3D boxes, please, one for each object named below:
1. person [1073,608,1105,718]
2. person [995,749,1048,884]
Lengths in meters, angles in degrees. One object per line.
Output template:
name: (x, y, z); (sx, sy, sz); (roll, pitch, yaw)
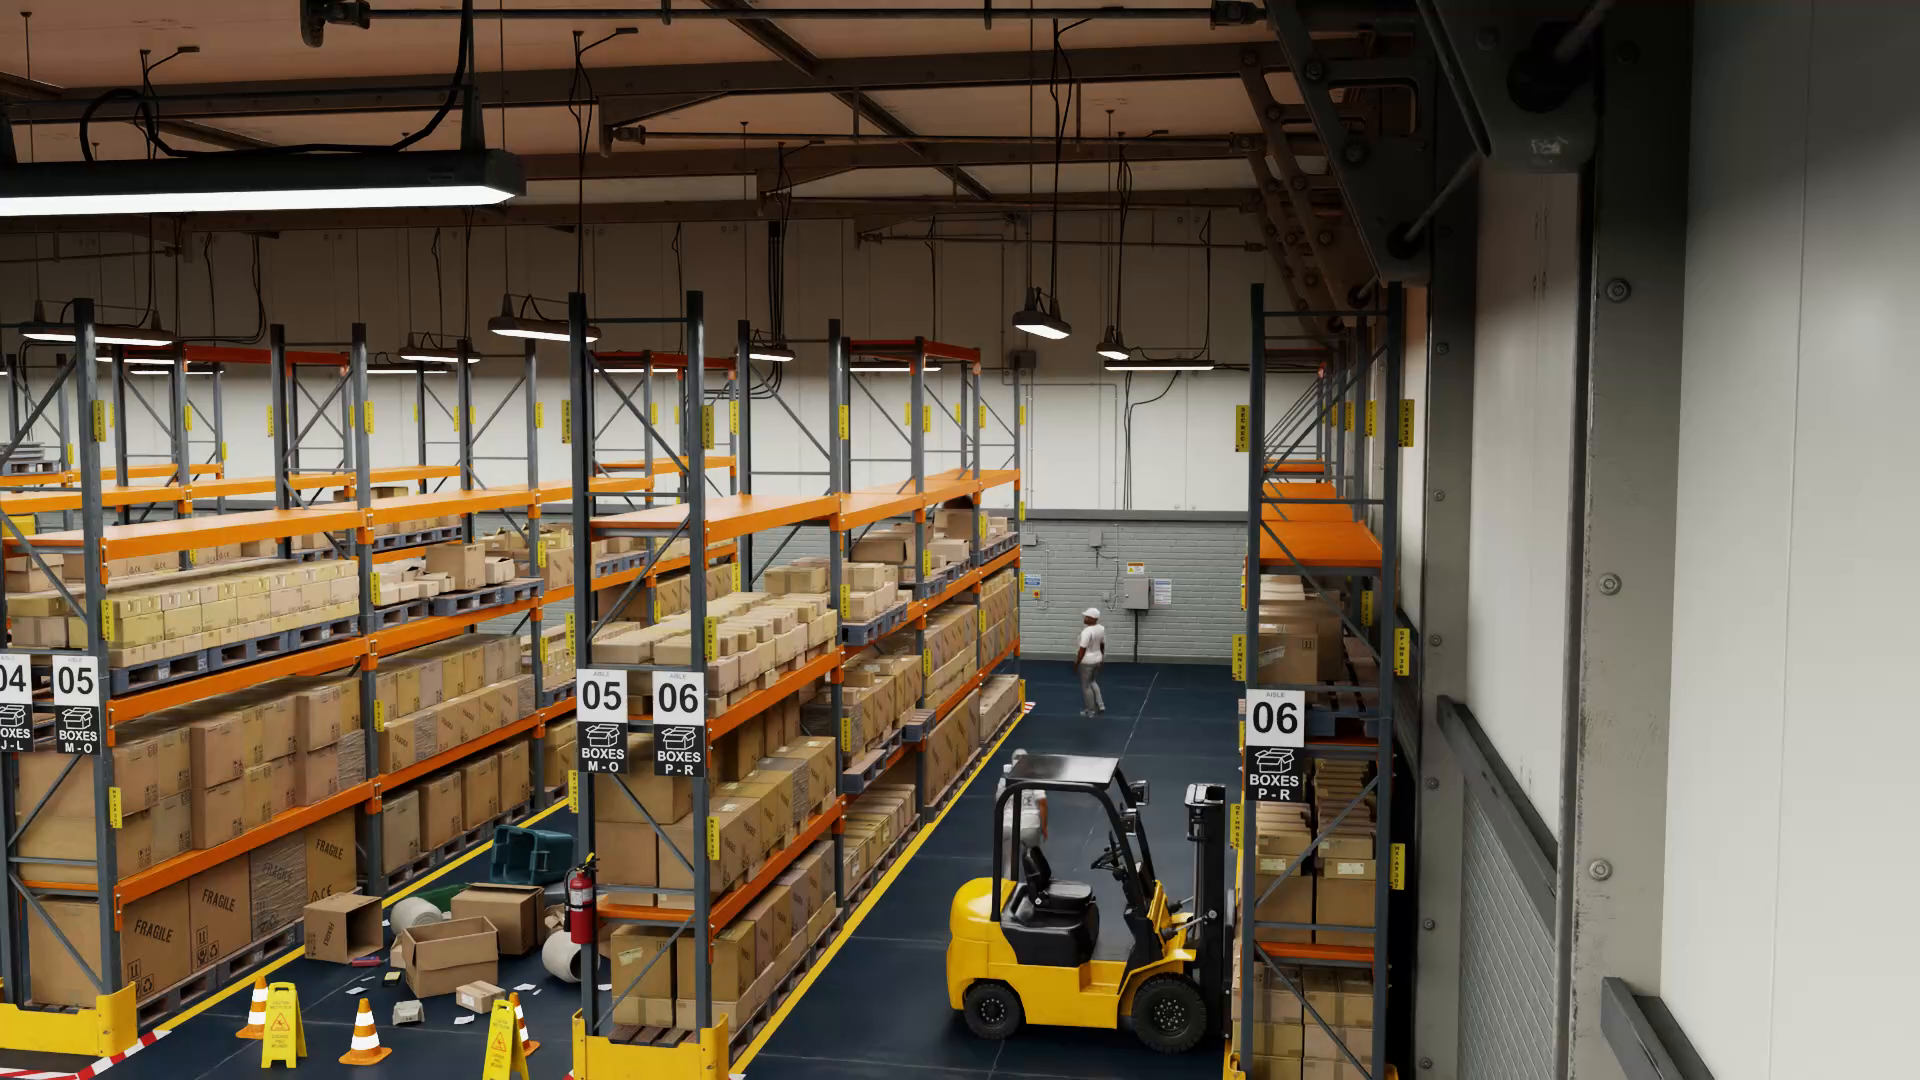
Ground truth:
person: (2.087, 1.963, 26.592); (0.423, 1.782, 0.672); (4, 6, 42)
person: (0.638, 3.005, 17.149); (0.579, 1.696, 0.752); (1, 5, 14)
